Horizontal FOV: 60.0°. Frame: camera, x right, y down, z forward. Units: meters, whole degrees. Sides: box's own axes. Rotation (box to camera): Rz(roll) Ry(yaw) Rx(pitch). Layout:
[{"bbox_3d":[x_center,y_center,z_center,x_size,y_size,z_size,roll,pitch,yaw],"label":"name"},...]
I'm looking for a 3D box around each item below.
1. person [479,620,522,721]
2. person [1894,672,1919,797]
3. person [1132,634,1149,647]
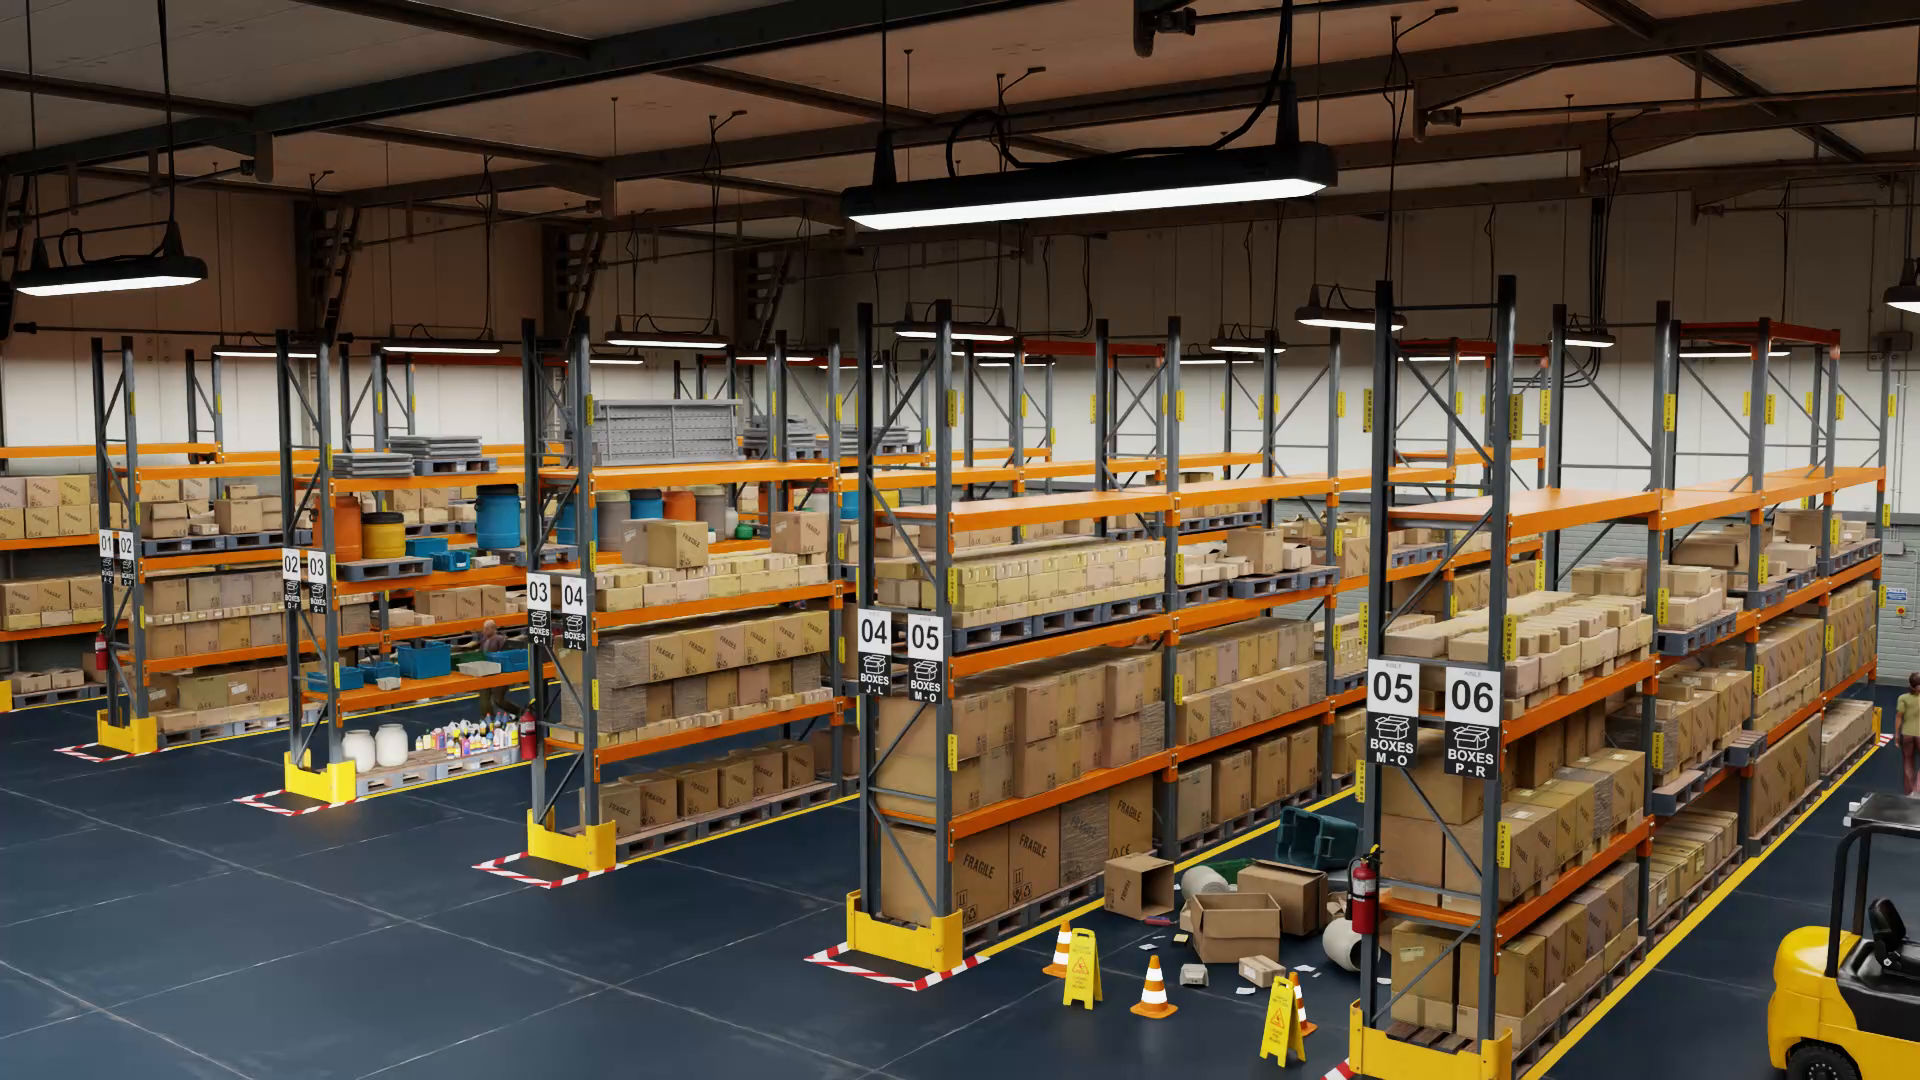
[{"bbox_3d":[-7.084,2.134,25.520,0.667,1.651,0.753,3,6,32],"label":"person"},{"bbox_3d":[12.090,2.510,21.025,0.494,1.669,0.534,4,6,38],"label":"person"},{"bbox_3d":[2.716,2.035,24.857,0.494,1.416,1.036,3,6,34],"label":"person"}]
